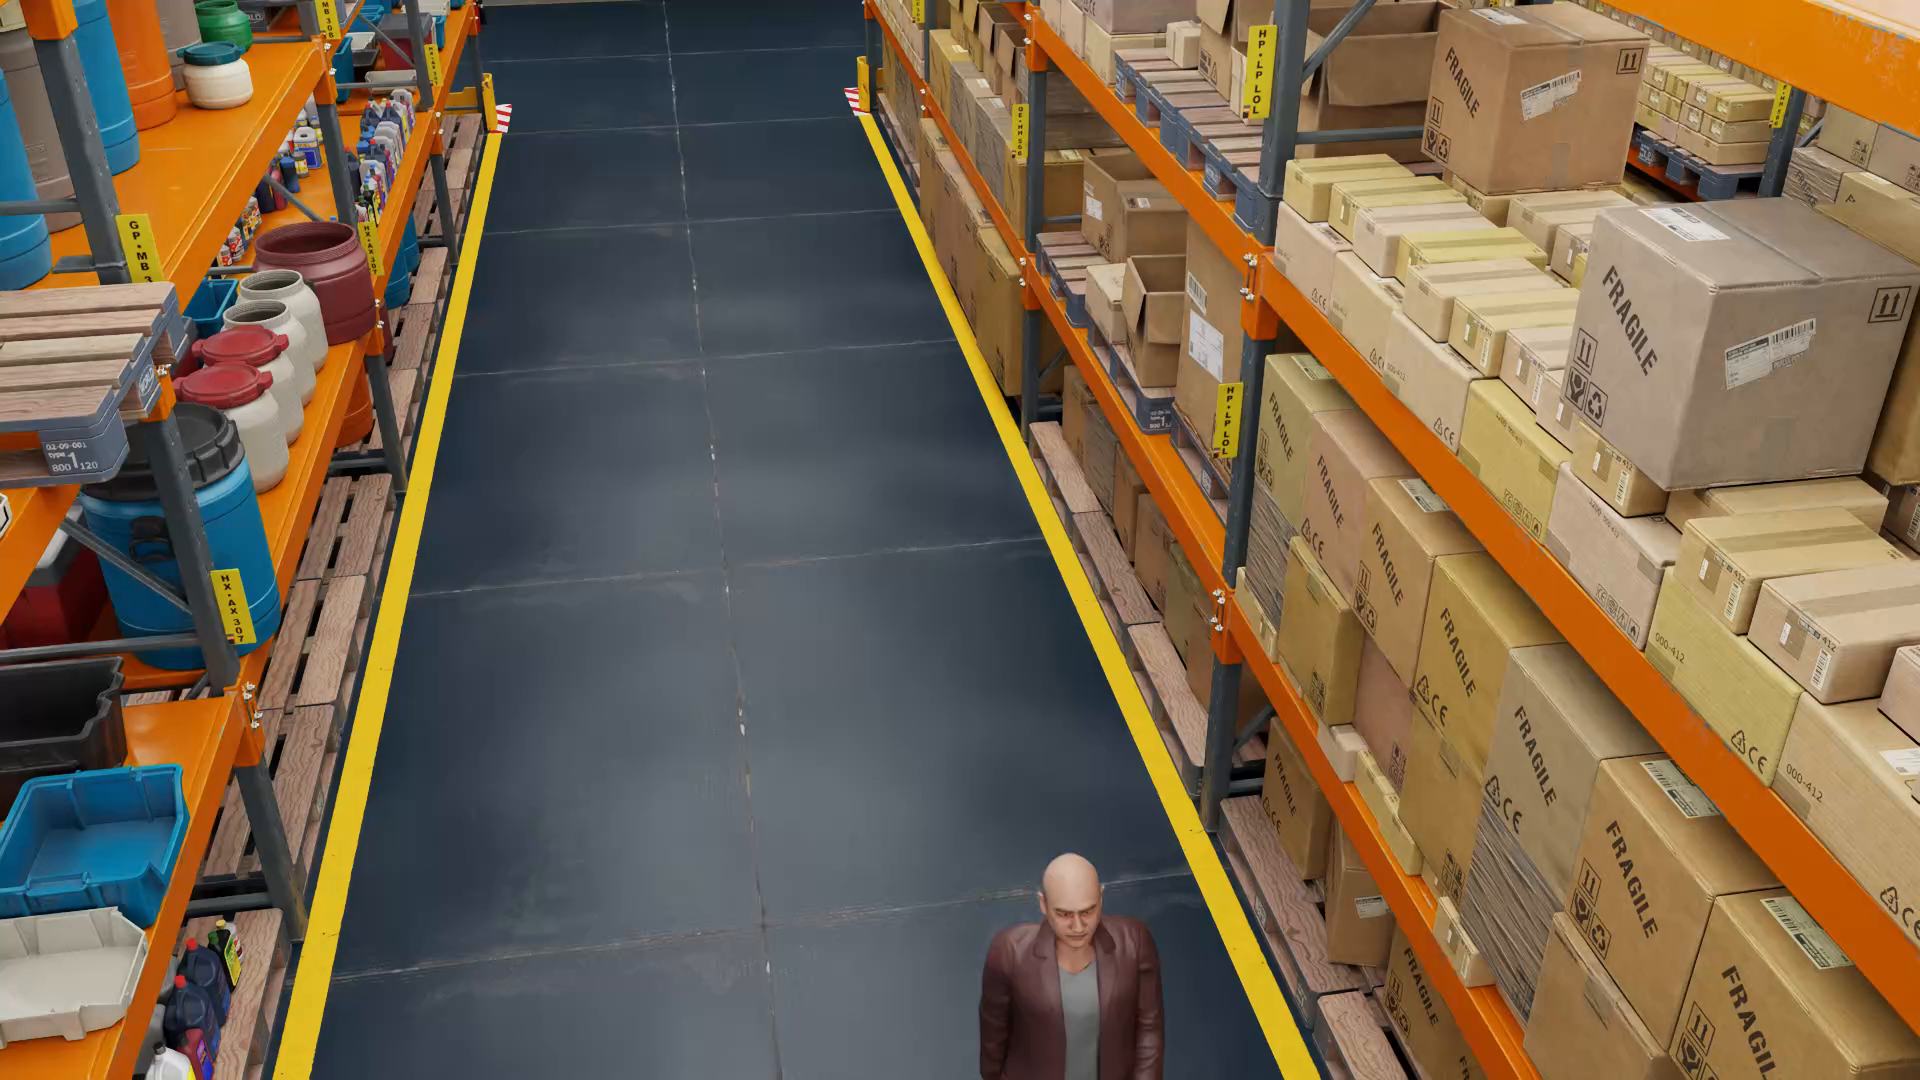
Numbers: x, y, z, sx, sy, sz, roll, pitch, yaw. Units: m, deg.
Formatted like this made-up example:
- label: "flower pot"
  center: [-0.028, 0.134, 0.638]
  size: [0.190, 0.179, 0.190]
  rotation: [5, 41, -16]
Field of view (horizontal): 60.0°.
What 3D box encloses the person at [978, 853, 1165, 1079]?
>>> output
- label: "person"
  center: [0.346, 1.695, 5.239]
  size: [0.562, 1.748, 0.888]
  rotation: [-4, 31, -7]
